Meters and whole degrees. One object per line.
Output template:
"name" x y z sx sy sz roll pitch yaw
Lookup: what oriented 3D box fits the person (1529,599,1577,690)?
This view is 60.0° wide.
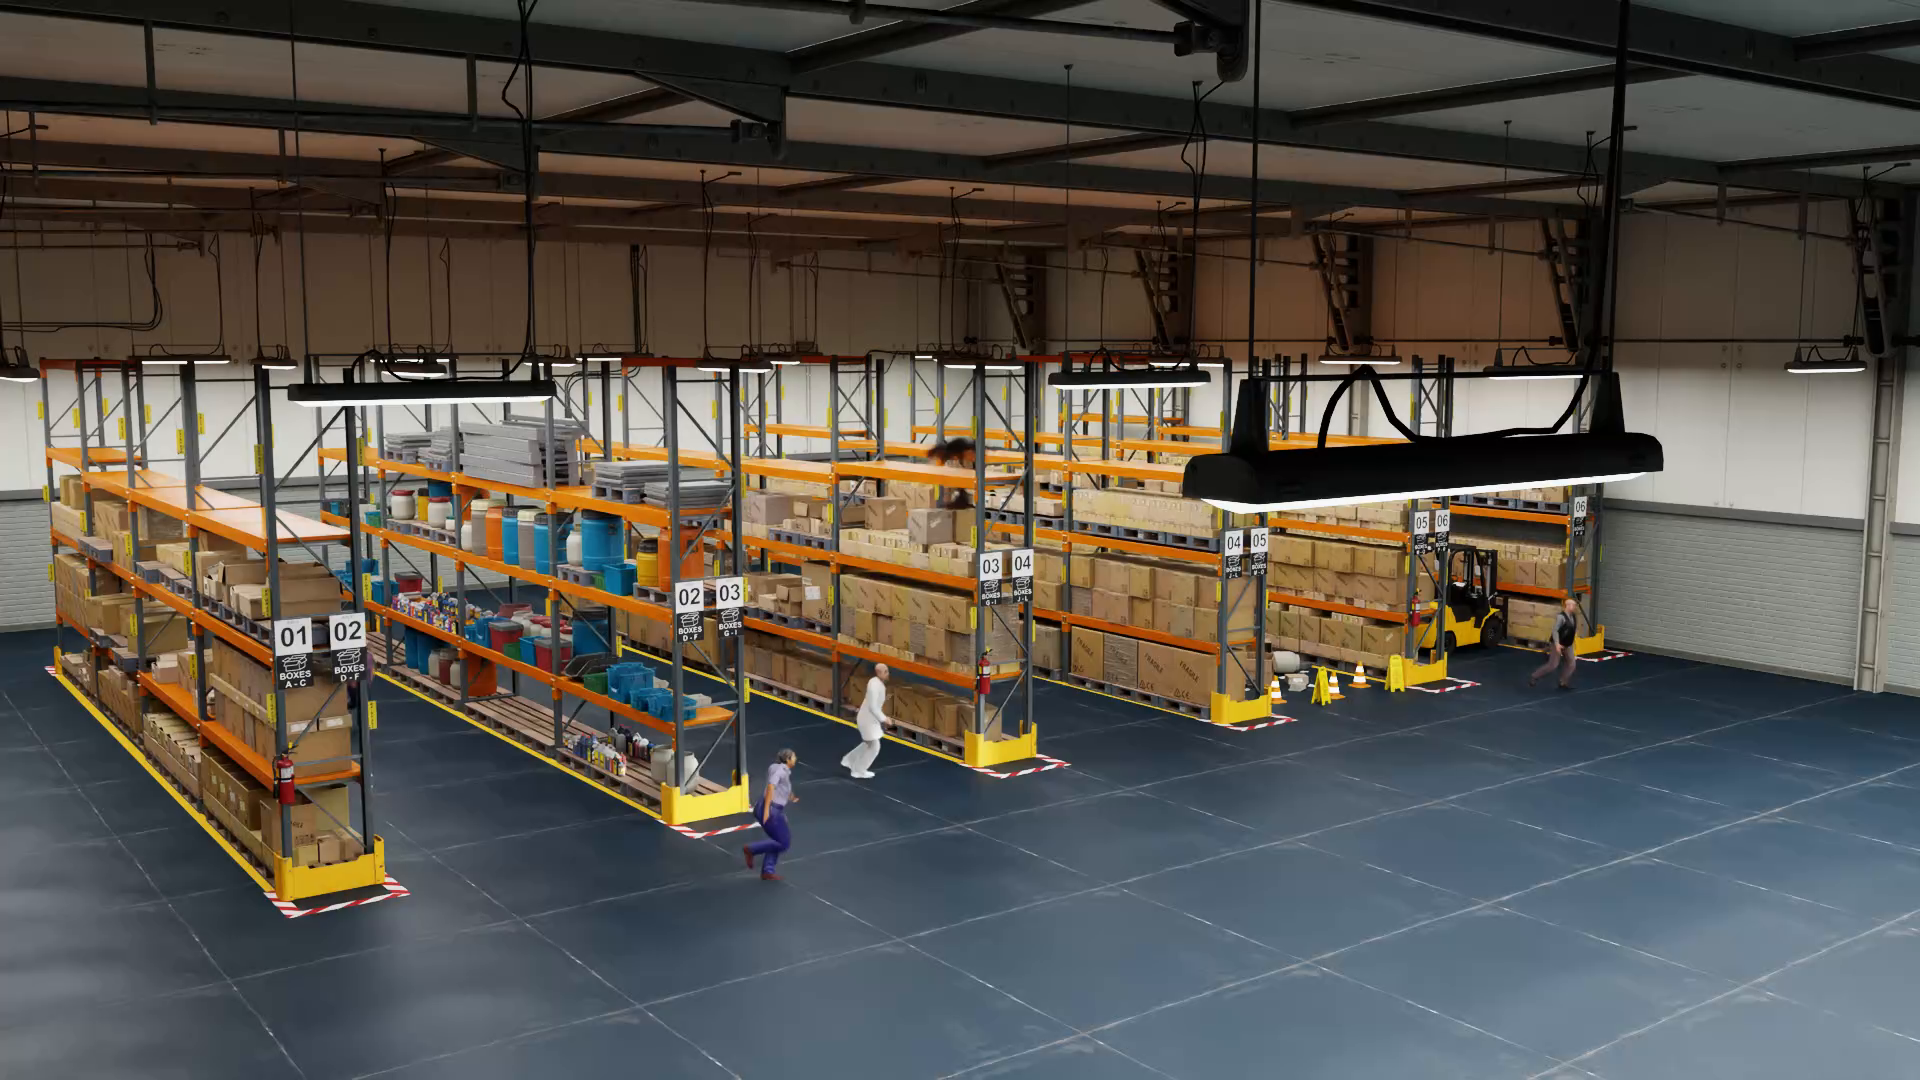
"person" 10.810 1.883 30.209 0.778 1.663 0.696 -5 9 -37

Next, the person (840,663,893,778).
"person" -1.350 2.615 23.992 0.767 1.705 0.683 -1 7 -4

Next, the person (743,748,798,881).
"person" -2.227 3.234 19.538 0.697 1.586 0.606 -2 7 -19

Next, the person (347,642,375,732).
"person" -9.775 2.366 26.924 0.865 1.552 0.550 6 9 40
